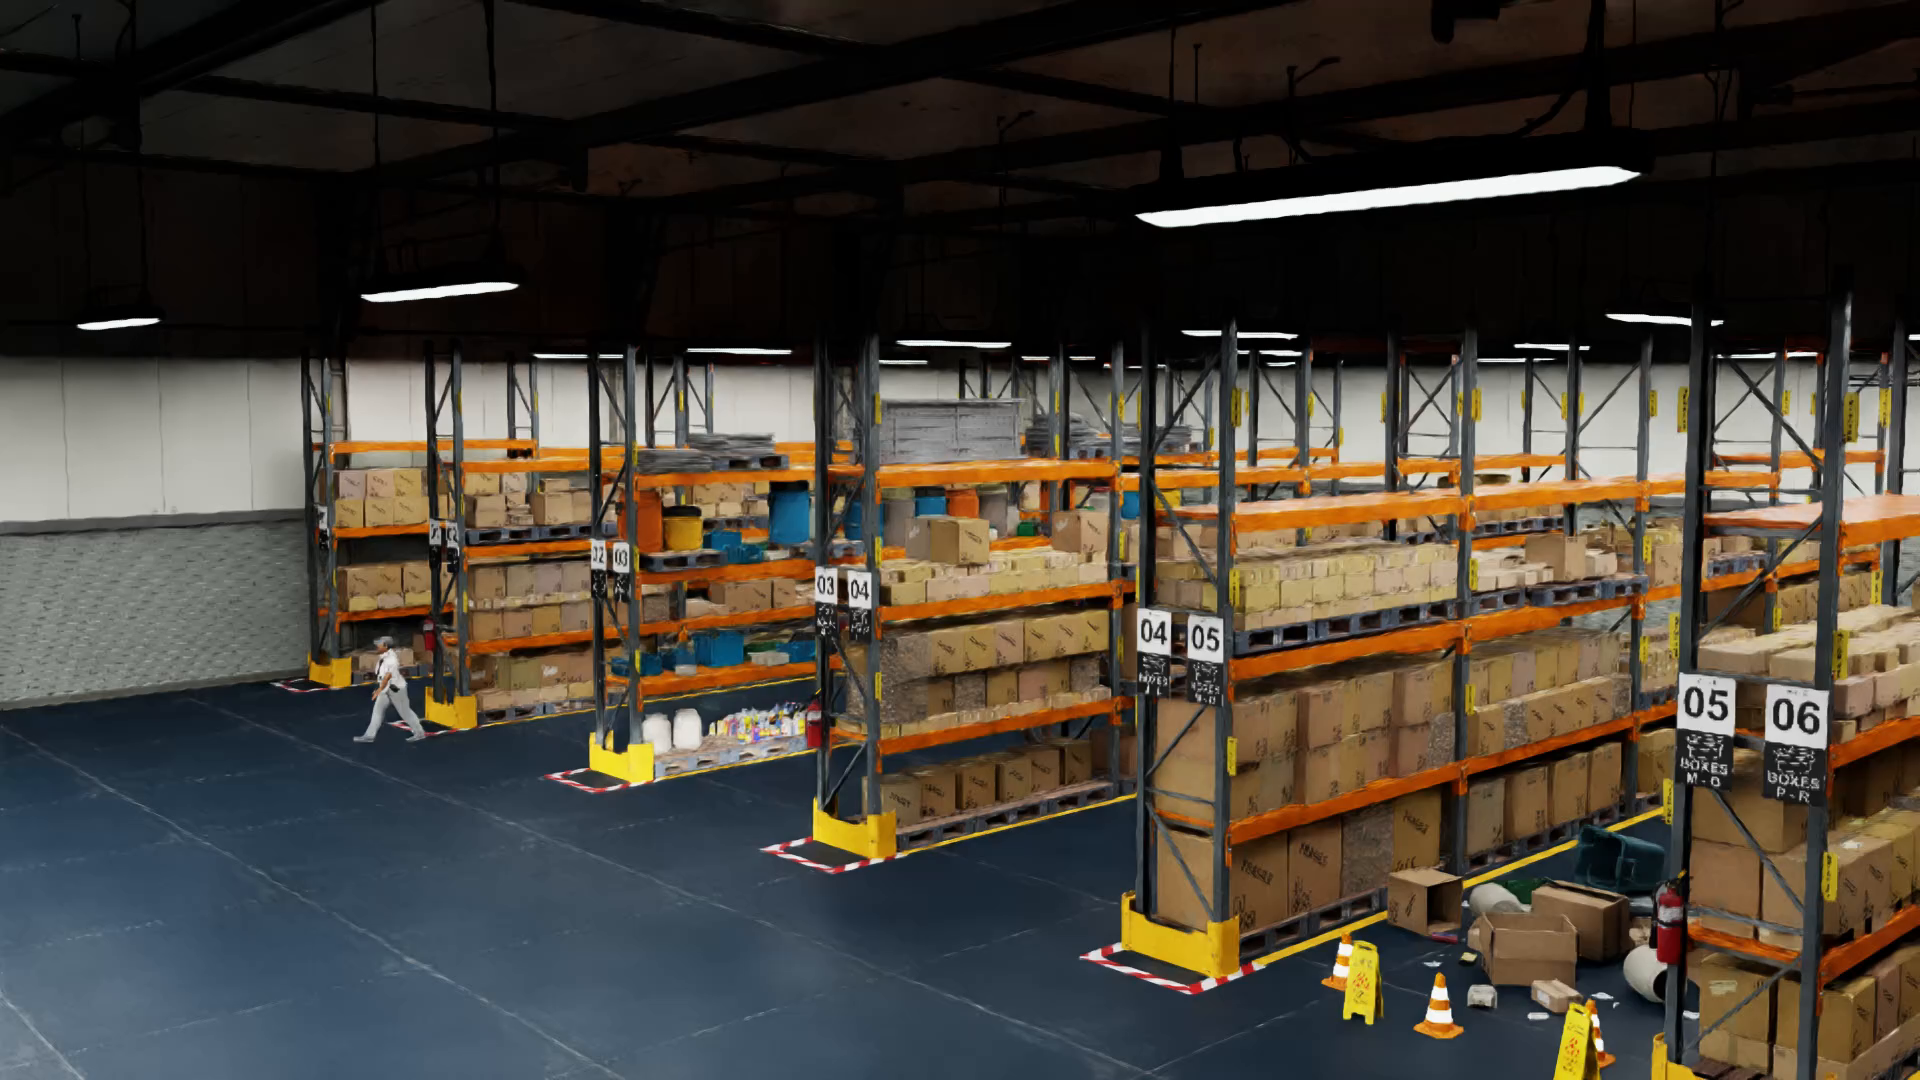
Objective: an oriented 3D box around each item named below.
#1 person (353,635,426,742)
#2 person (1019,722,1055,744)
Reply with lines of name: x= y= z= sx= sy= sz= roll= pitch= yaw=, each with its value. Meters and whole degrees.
person: x=-8.419 y=2.195 z=24.522 sx=0.994 sy=1.594 sz=0.479 roll=-3 pitch=6 yaw=-33
person: x=1.096 y=2.290 z=23.252 sx=0.535 sy=1.676 sz=0.682 roll=-5 pitch=7 yaw=-45
